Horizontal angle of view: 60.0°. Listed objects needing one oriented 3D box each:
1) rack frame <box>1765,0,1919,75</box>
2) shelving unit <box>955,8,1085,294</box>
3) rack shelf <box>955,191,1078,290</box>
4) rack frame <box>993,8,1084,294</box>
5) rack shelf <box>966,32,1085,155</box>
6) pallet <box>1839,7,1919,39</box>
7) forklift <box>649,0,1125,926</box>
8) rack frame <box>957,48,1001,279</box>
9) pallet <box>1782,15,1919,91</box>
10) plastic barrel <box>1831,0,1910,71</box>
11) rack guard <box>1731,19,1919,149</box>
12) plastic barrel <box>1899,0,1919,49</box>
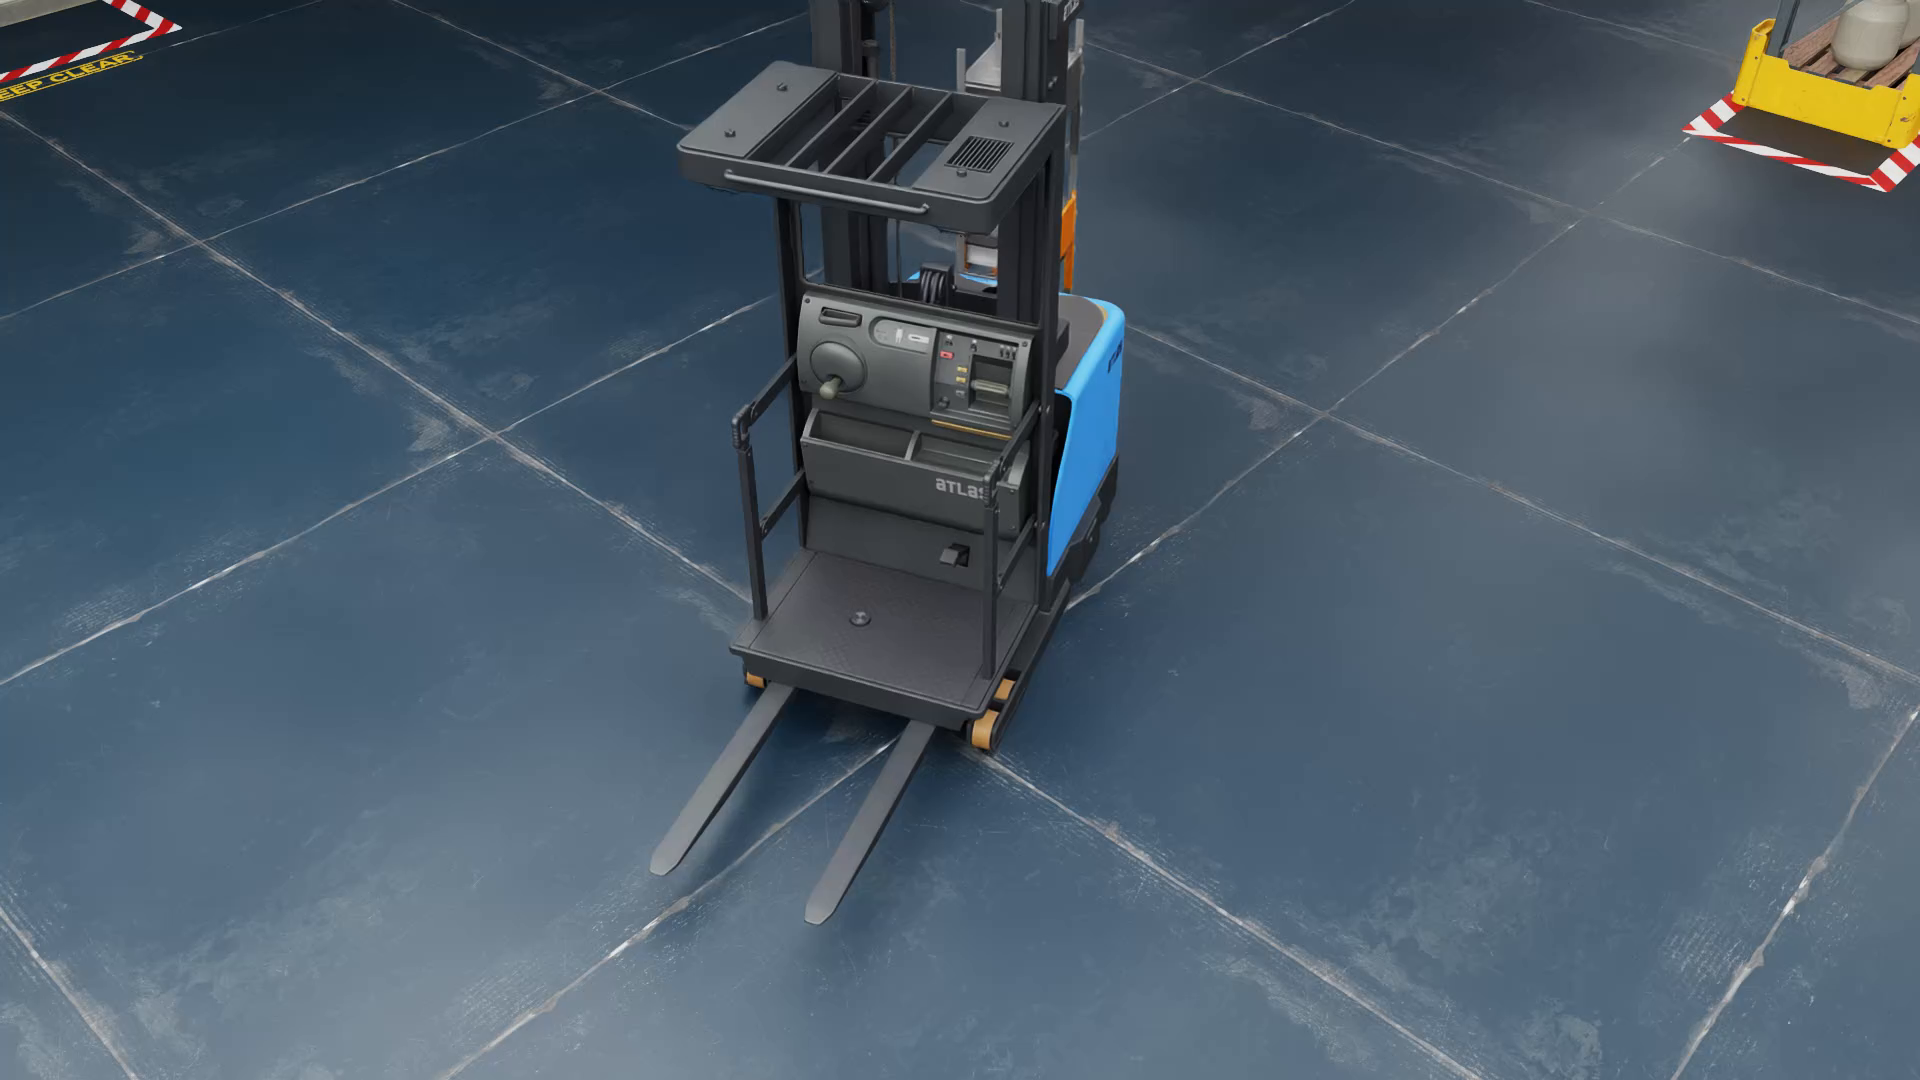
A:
[{"bbox_3d":[5.889,-4.014,10.388,1.000,3.000,0.127,30,47,32],"label":"rack frame"},{"bbox_3d":[0.264,-1.333,7.739,0.431,2.100,0.503,13,40,16],"label":"shelving unit"},{"bbox_3d":[0.264,-1.322,7.747,0.431,0.518,0.480,13,40,16],"label":"rack shelf"},{"bbox_3d":[0.350,-1.475,7.917,0.400,2.100,0.015,13,40,16],"label":"rack frame"},{"bbox_3d":[0.264,-1.870,7.312,0.431,0.518,0.480,13,40,16],"label":"rack shelf"},{"bbox_3d":[7.281,-3.906,12.493,1.003,0.211,1.213,30,47,32],"label":"pallet"},{"bbox_3d":[-0.256,-0.600,6.149,1.130,2.935,3.031,13,40,16],"label":"forklift"},{"bbox_3d":[0.177,-1.191,7.561,0.400,2.100,0.015,13,40,16],"label":"rack frame"},{"bbox_3d":[6.458,-3.349,11.791,1.003,0.211,1.213,30,47,32],"label":"pallet"},{"bbox_3d":[6.277,-3.539,11.452,0.421,0.512,0.421,0,38,0],"label":"plastic barrel"},{"bbox_3d":[5.906,-3.091,11.235,1.175,0.500,0.348,30,47,32],"label":"rack guard"},{"bbox_3d":[6.615,-3.770,11.742,0.421,0.512,0.421,0,38,0],"label":"plastic barrel"}]
